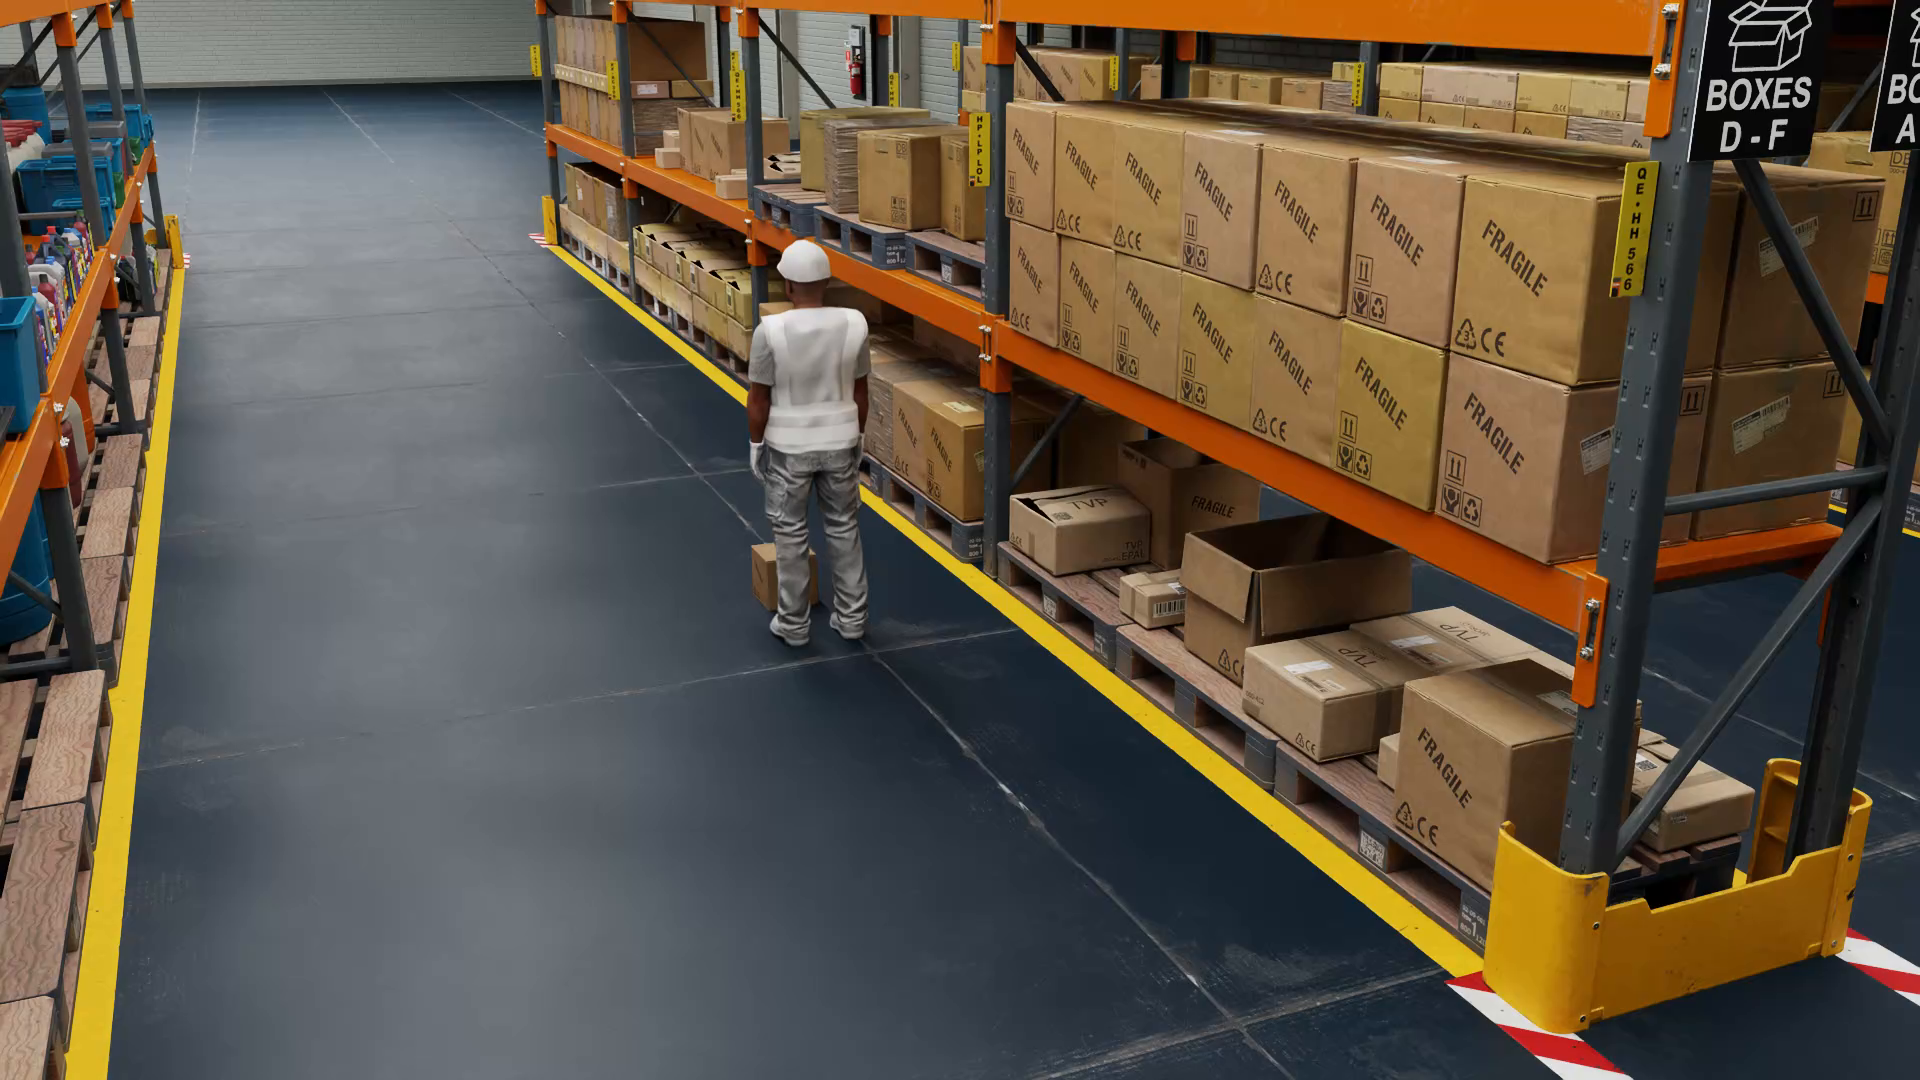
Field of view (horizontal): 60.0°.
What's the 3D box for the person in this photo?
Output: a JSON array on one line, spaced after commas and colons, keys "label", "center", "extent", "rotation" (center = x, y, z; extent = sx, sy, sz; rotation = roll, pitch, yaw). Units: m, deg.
[{"label": "person", "center": [-0.661, -0.411, 7.256], "extent": [0.548, 1.792, 0.366], "rotation": [-7, 20, -21]}]
